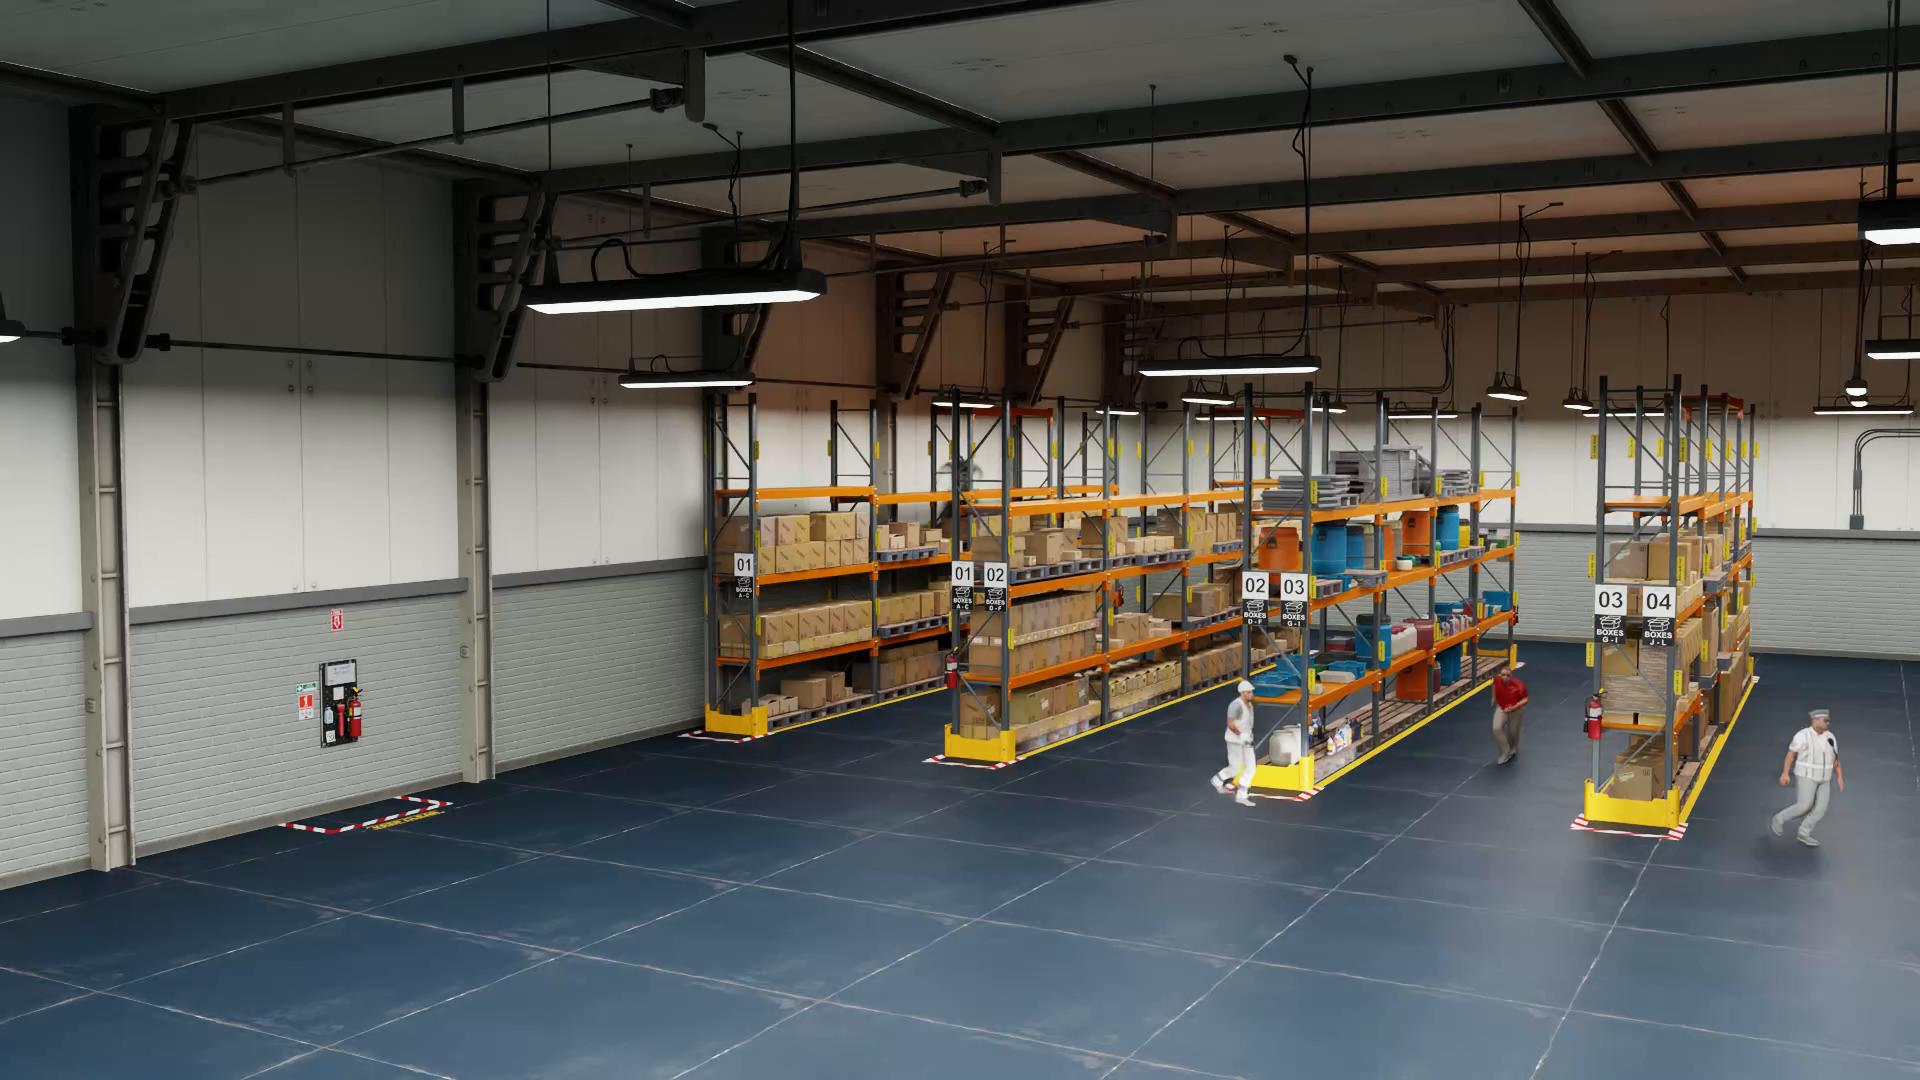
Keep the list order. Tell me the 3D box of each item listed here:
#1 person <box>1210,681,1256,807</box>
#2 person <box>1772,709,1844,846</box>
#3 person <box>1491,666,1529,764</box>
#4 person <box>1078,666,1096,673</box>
[{"bbox_3d":[3.864,2.857,23.573,0.777,1.759,0.640,3,4,44],"label":"person"},{"bbox_3d":[10.755,2.994,21.121,0.772,1.728,0.574,-1,3,-11],"label":"person"},{"bbox_3d":[8.848,2.765,26.724,0.672,1.569,1.063,2,4,33],"label":"person"},{"bbox_3d":[2.741,2.237,36.114,0.562,1.593,0.738,3,4,41],"label":"person"}]
